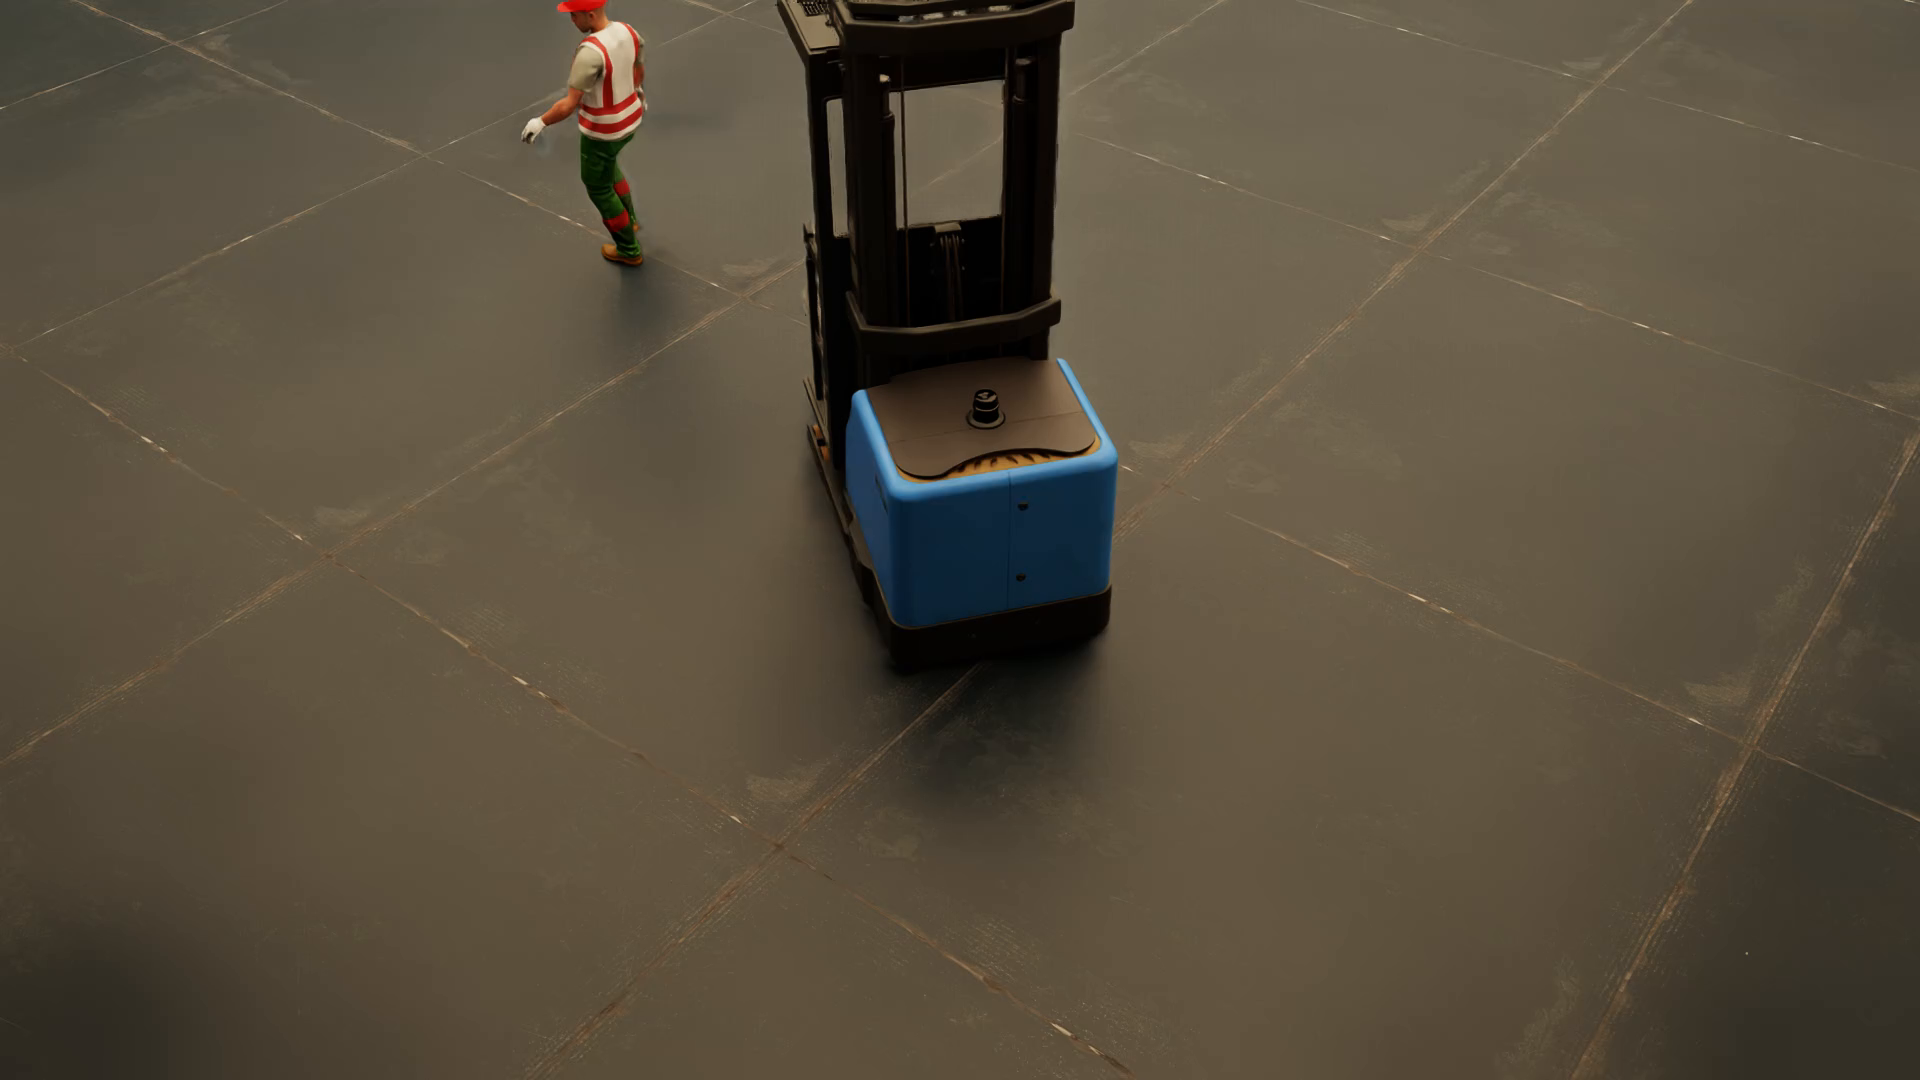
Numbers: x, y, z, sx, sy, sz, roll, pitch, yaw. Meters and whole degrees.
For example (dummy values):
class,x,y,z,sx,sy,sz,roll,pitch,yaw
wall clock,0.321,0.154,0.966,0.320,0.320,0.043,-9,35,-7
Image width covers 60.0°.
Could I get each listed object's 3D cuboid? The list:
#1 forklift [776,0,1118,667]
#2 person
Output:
class,x,y,z,sx,sy,sz,roll,pitch,yaw
forklift,-0.184,-1.503,7.837,1.130,2.935,3.031,-10,41,-12
person,-2.134,-2.449,9.877,0.478,1.797,0.944,19,44,21
